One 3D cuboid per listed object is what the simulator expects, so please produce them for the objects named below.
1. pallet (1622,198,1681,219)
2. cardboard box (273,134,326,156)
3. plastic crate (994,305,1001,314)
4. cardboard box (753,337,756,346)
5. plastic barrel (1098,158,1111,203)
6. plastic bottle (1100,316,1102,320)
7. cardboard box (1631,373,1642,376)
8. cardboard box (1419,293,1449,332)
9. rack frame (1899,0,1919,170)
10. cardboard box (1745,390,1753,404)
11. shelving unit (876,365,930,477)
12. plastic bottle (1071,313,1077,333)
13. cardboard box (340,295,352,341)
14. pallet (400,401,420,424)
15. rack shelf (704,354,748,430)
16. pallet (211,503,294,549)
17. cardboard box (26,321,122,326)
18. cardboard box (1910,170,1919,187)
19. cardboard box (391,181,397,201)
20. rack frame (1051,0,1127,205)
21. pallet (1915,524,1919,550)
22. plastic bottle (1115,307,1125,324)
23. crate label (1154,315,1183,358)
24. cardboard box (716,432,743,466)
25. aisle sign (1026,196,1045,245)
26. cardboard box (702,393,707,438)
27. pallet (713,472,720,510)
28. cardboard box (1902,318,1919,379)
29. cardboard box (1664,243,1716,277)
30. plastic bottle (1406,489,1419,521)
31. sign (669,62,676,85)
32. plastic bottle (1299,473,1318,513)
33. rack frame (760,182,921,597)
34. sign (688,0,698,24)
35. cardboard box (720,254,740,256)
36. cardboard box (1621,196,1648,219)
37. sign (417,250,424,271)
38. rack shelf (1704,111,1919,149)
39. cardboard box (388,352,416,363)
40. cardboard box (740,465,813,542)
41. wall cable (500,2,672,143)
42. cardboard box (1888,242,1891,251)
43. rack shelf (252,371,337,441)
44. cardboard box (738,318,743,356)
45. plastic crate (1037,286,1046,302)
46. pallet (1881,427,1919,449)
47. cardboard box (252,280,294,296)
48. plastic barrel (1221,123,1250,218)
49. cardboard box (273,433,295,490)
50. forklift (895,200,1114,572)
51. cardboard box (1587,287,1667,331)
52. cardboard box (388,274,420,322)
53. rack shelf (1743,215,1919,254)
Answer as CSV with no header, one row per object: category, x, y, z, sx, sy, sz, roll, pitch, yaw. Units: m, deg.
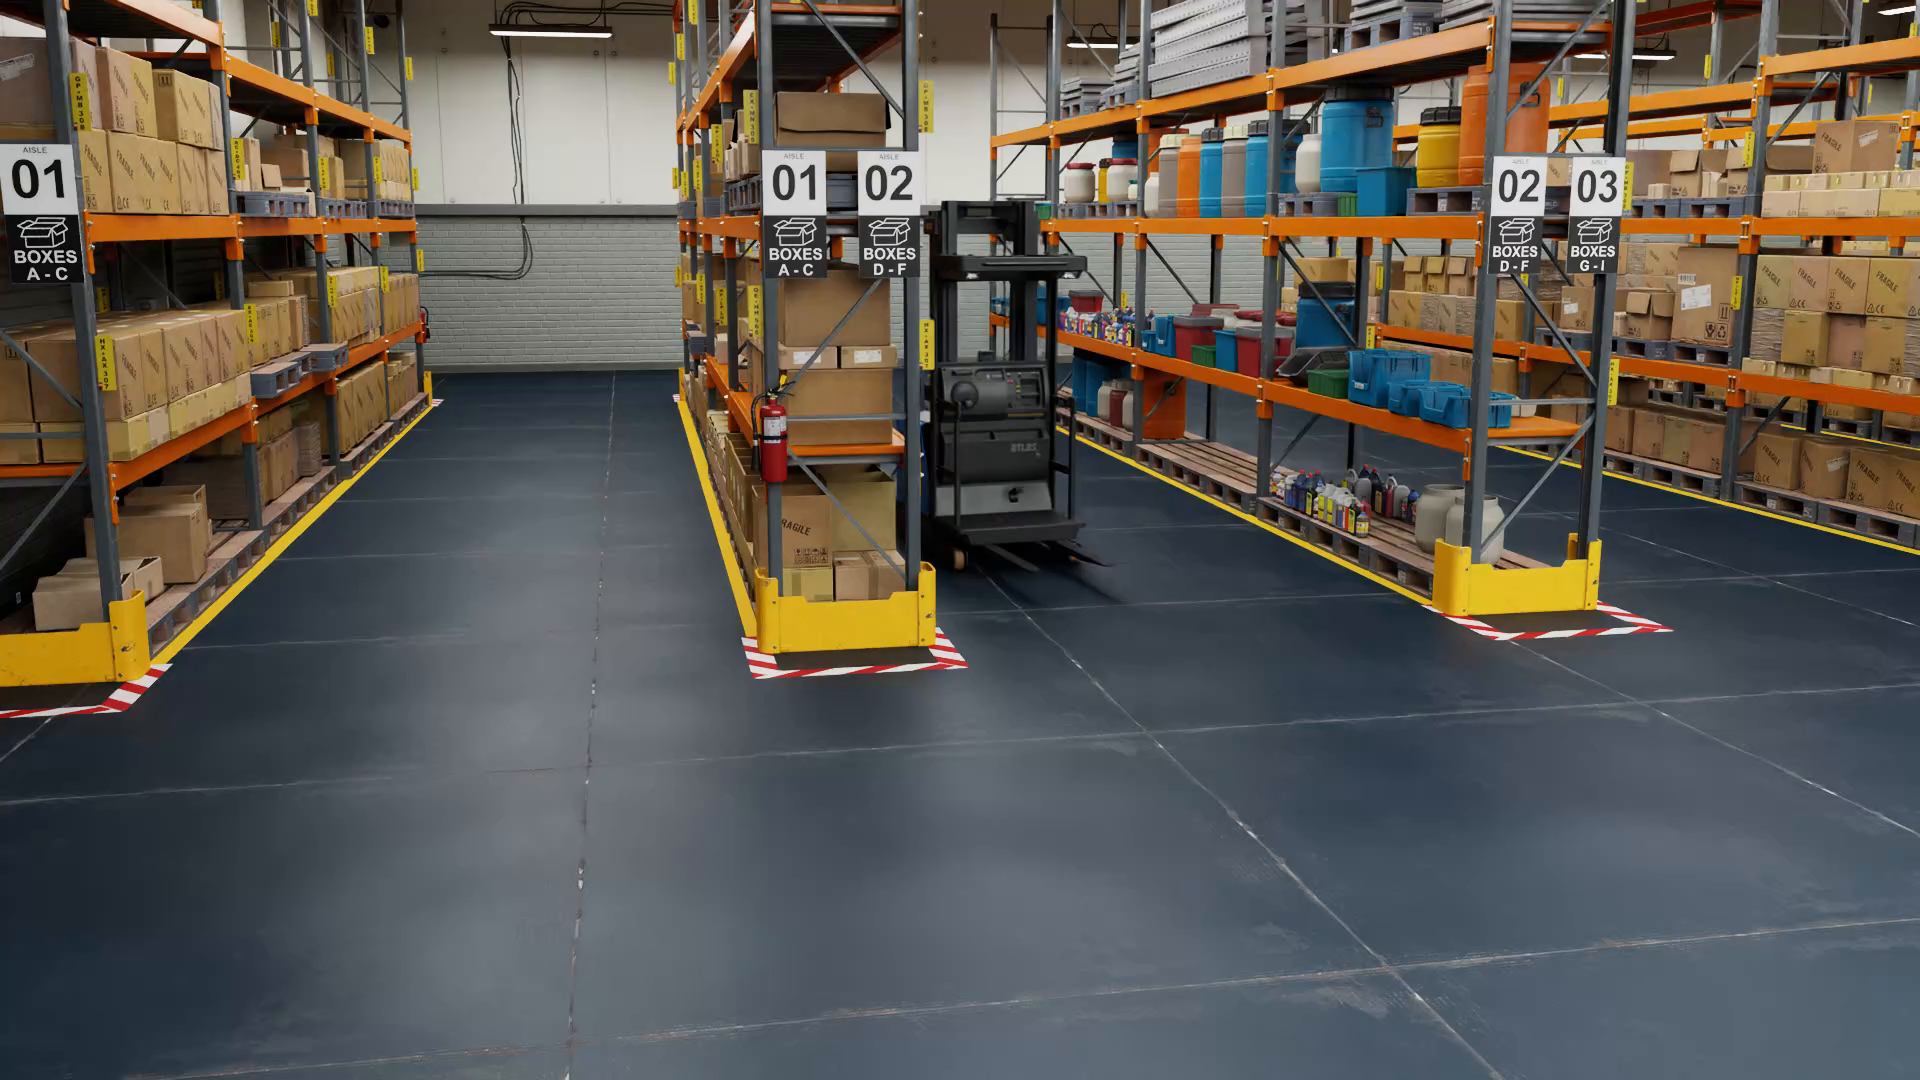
pallet,7.957,-3.571,17.917,1.213,0.211,1.003,-2,11,-11
cardboard box,-7.790,-4.650,19.633,0.500,0.250,0.500,-2,11,-13
plastic crate,0.691,-3.684,26.576,0.250,0.136,0.298,-2,11,-11
cardboard box,-1.424,-1.598,13.070,0.380,0.149,0.250,-2,11,-13
plastic barrel,2.140,-4.782,22.151,0.600,0.588,0.600,0,11,0
plastic bottle,1.819,-2.708,21.213,0.061,0.283,0.133,-2,11,-11
cardboard box,10.978,-2.703,26.583,0.380,0.149,0.250,-2,11,-10
cardboard box,6.661,-3.122,22.808,0.500,0.500,0.500,-2,11,-12
rack frame,12.284,-5.725,20.710,1.000,3.000,0.127,-2,11,-11
cardboard box,11.494,-2.248,24.048,0.500,0.500,0.500,-2,11,-8
shelving unit,-0.426,-0.932,15.580,0.538,1.500,1.048,-4,11,-18
plastic bottle,1.546,-2.919,22.352,0.097,0.271,0.097,0,11,0
cardboard box,-7.113,-2.476,18.566,0.500,0.500,0.500,-2,11,-9
pallet,-8.267,-1.806,23.622,1.003,0.211,1.213,-2,11,-11
rack shelf,-1.930,-1.537,16.672,1.077,0.370,4.000,-2,11,-11
pallet,-6.552,-0.115,14.738,1.003,0.211,1.213,-2,11,-11
cardboard box,-6.212,-1.272,11.698,0.500,0.500,0.500,-2,11,-10
cardboard box,8.341,-3.075,14.144,0.380,0.149,0.250,-3,11,-14
cardboard box,-8.023,-4.789,22.824,0.500,0.250,0.500,-2,11,-13
rack frame,1.763,-6.117,22.768,1.000,3.000,0.127,-2,11,-11
pallet,8.817,0.056,13.835,1.003,0.211,1.213,-2,11,-11
plastic bottle,2.157,-2.950,22.304,0.144,0.351,0.185,-2,11,-11
crate label,2.469,-2.262,18.462,0.502,0.435,0.616,-2,11,-11
cardboard box,-2.103,-0.905,16.159,0.500,0.311,0.500,-2,11,-11
aisle sign,1.258,-5.204,27.065,0.394,0.787,0.004,-2,11,-11
cardboard box,-2.831,-1.503,20.079,0.500,0.500,0.500,-3,11,-13
pallet,-1.963,-0.511,16.818,1.003,0.211,1.213,-2,11,-11
cardboard box,8.605,-1.627,14.159,0.875,0.500,0.500,-2,11,-11
cardboard box,11.149,-4.275,25.396,0.500,0.500,0.500,-3,11,-13
plastic bottle,3.924,-0.307,14.408,0.097,0.271,0.097,0,11,0
sign,-4.407,-7.149,25.481,0.100,0.325,0.005,-2,11,-11
plastic bottle,3.106,-0.420,14.787,0.144,0.351,0.185,-3,11,-13
rack frame,-0.763,-0.790,10.823,1.000,3.000,0.127,-2,11,-11
sign,-2.849,-5.680,17.763,0.100,0.325,0.005,-2,11,-11
cardboard box,-3.314,-4.005,24.776,0.500,0.500,0.500,-2,11,-9
cardboard box,7.450,-3.733,18.664,0.500,0.250,0.500,-2,11,-10
sign,-8.198,-4.246,25.250,0.100,0.325,0.005,-2,11,-11
rack shelf,11.895,-5.542,22.742,1.077,0.370,4.000,-2,11,-11
cardboard box,-8.295,-2.699,24.680,0.380,0.149,0.250,-2,11,-12
cardboard box,-1.368,-0.284,12.391,0.500,0.500,0.500,-2,11,-11
wall cable,-6.829,-8.595,30.583,3.097,2.526,0.112,-2,11,-11
cardboard box,15.721,-4.896,27.719,0.380,0.149,0.250,-2,11,-11
rack shelf,-6.788,-1.356,15.721,1.077,0.370,4.000,-2,11,-11
cardboard box,-1.976,-1.999,16.908,0.500,0.500,0.500,-3,11,-14
plastic crate,1.233,-3.896,26.887,0.616,0.435,0.499,-2,11,-11
pallet,12.364,-1.261,20.758,1.003,0.211,1.213,-2,11,-11
cardboard box,-7.080,-2.598,17.144,0.380,0.149,0.250,-4,11,-18
plastic barrel,2.880,-3.628,16.371,0.600,0.901,0.600,0,11,0
cardboard box,-6.875,-0.745,16.098,0.700,0.500,0.500,-2,11,-11
forklift,0.362,-1.279,13.578,1.130,2.935,3.031,-4,11,-18
cardboard box,7.750,-2.676,19.340,0.700,0.500,0.500,0,11,-3
cardboard box,-8.624,-3.597,24.773,0.980,0.700,0.700,-2,11,-8
rack shelf,8.566,-2.636,14.426,1.077,0.370,4.000,-2,11,-11
